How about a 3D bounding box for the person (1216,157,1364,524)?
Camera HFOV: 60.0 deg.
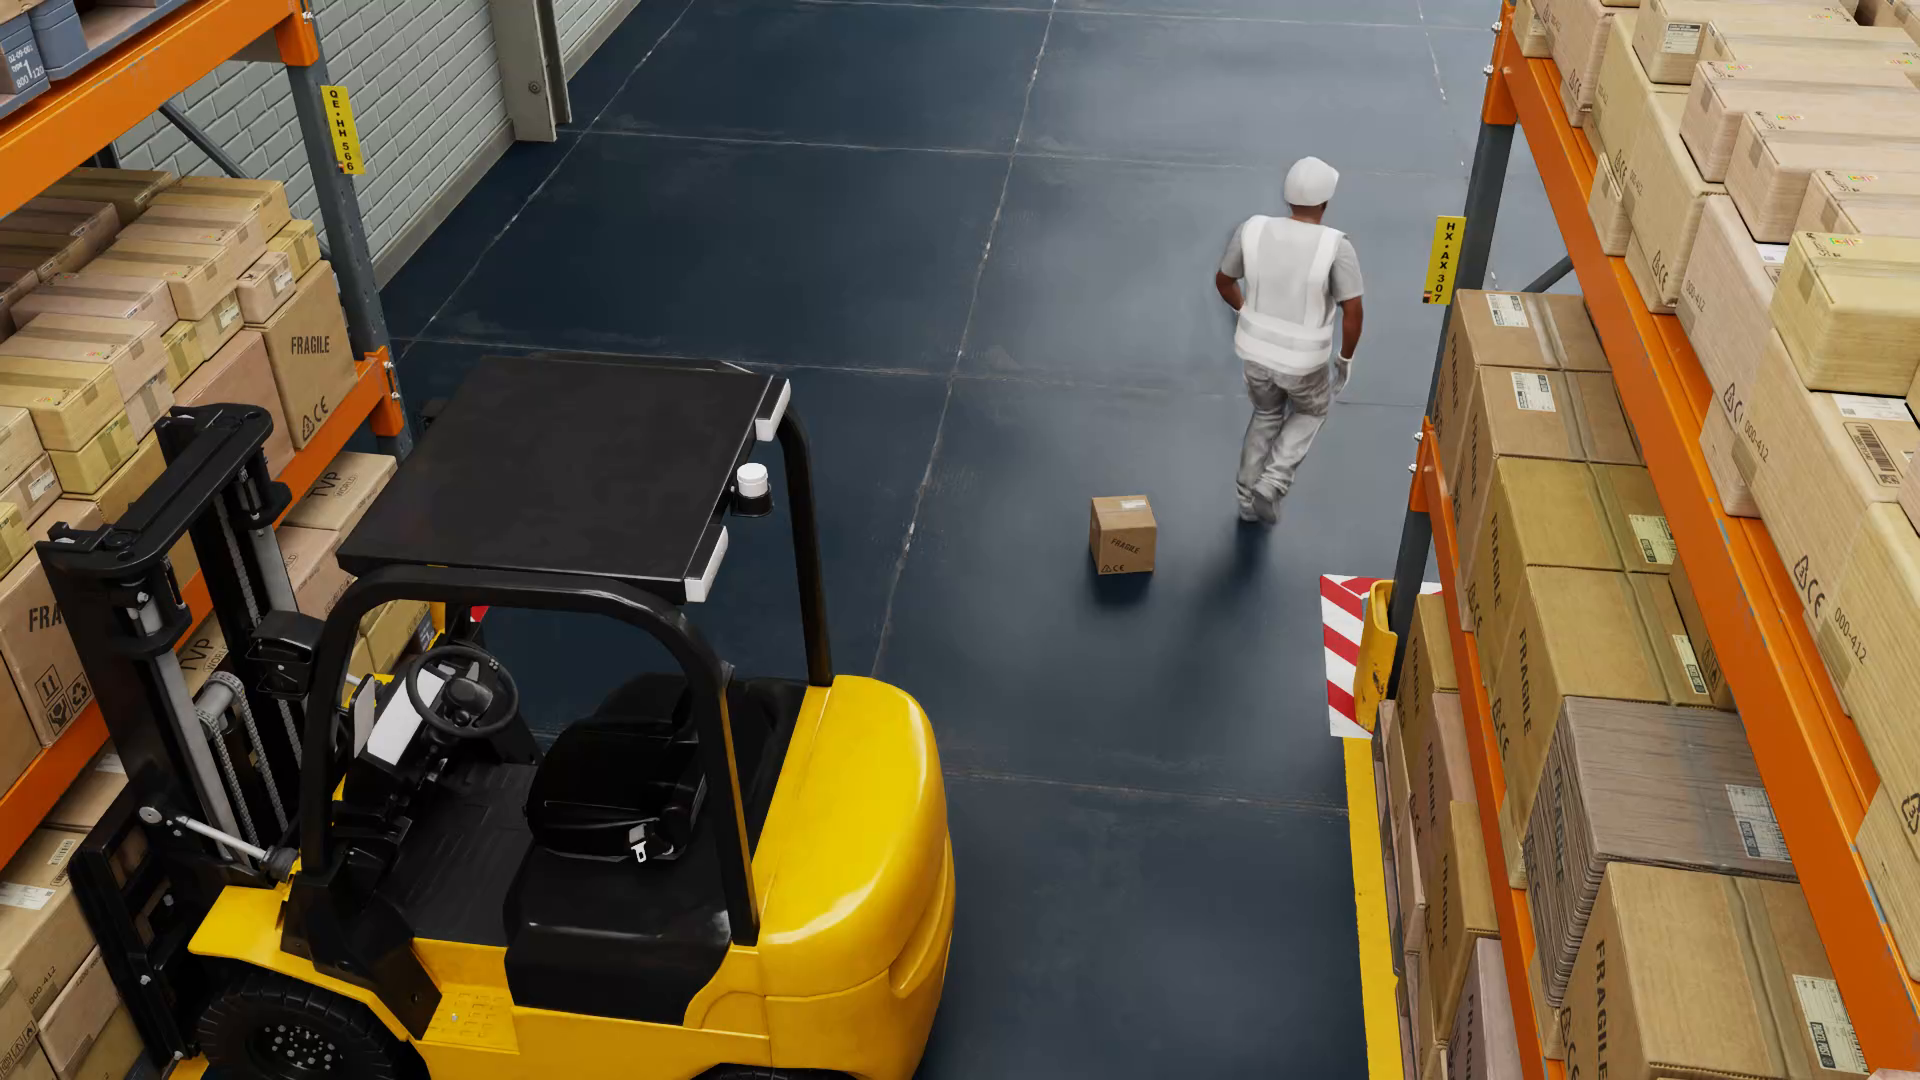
[{"bbox_3d":[1.437,-0.844,7.344,0.711,1.718,0.575,20,41,26],"label":"person"}]
